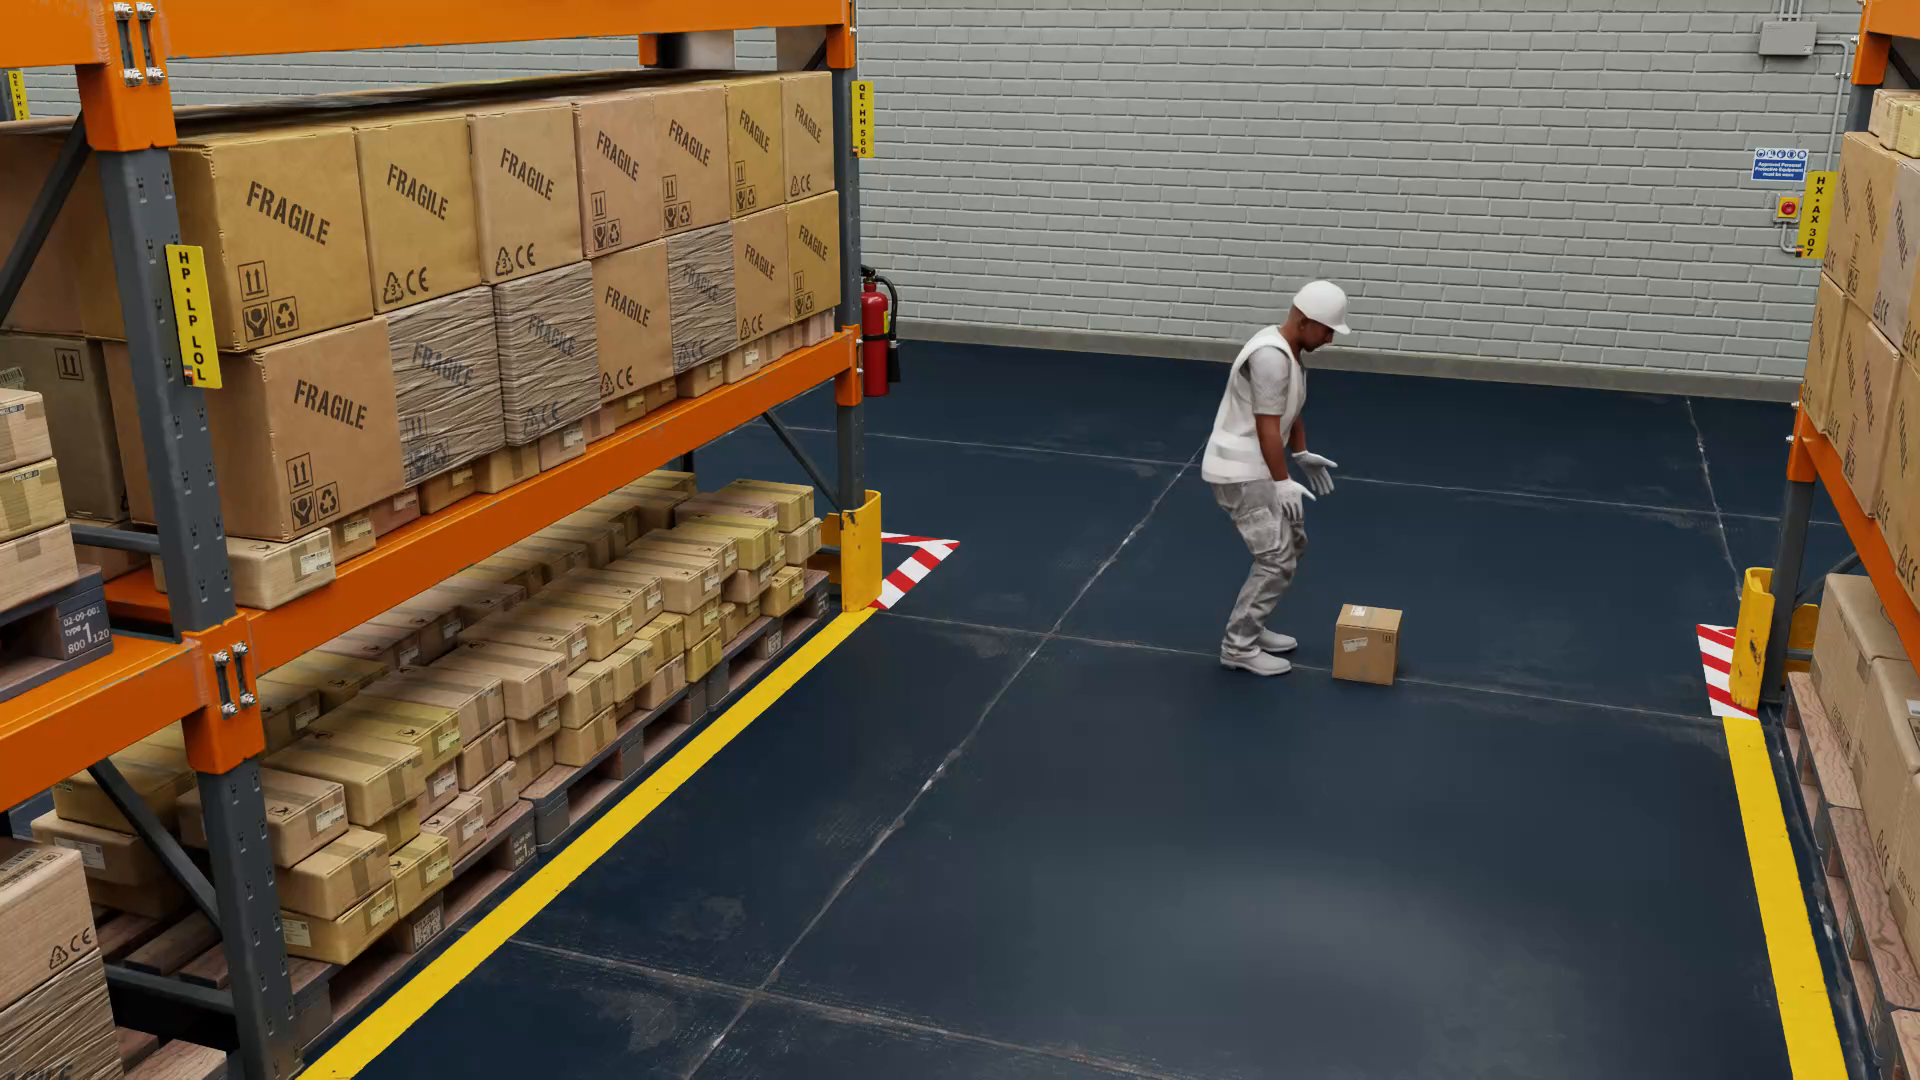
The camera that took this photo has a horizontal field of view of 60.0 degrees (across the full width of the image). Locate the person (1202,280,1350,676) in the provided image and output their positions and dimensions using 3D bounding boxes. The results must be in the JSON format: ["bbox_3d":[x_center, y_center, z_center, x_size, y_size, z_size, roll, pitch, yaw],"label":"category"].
[{"bbox_3d":[1.325,-0.281,7.065,0.561,1.663,0.591,7,20,19],"label":"person"}]
